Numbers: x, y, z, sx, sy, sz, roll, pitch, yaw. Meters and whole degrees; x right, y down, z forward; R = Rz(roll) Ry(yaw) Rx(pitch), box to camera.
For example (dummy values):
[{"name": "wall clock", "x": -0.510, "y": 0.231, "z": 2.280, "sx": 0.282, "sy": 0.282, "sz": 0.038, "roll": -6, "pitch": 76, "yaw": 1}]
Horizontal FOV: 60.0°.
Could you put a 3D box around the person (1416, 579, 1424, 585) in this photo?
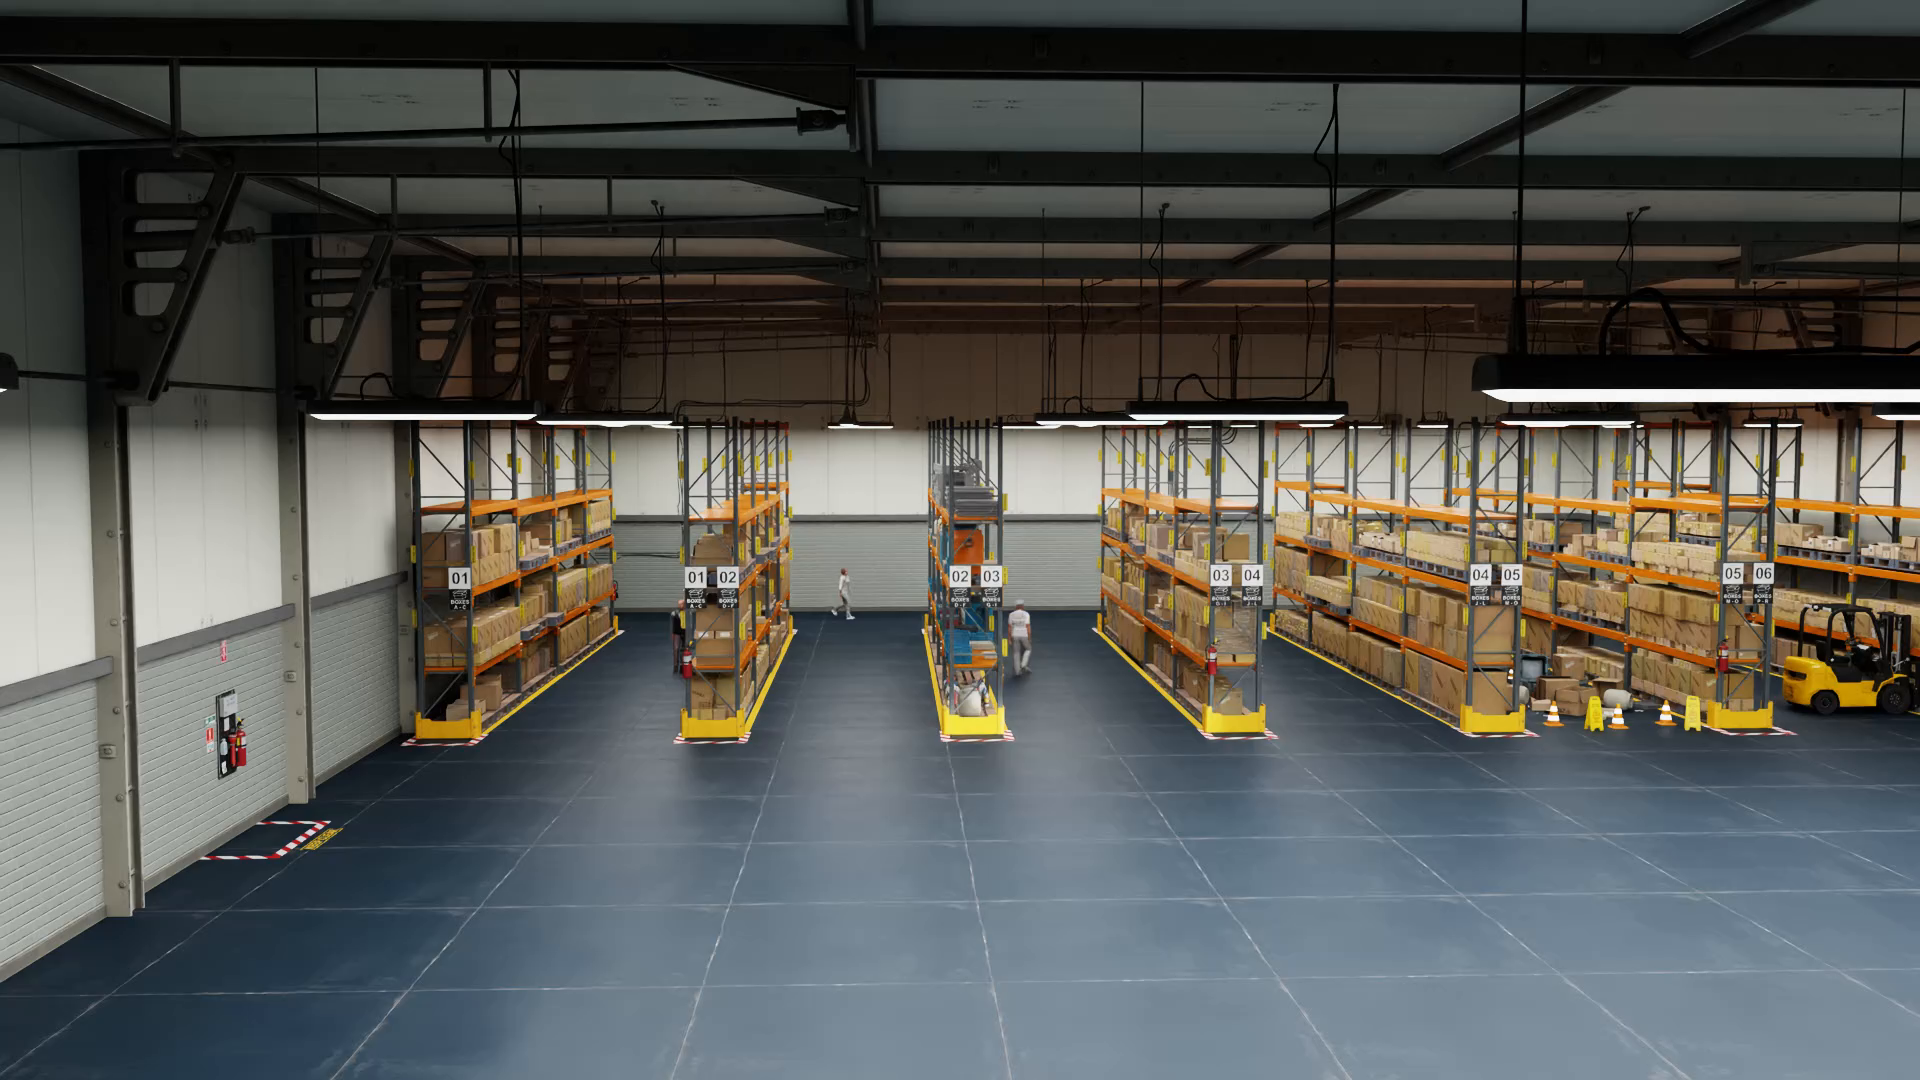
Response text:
[{"name": "person", "x": 12.309, "y": 1.947, "z": 44.334, "sx": 0.574, "sy": 1.785, "sz": 0.581, "roll": -2, "pitch": 4, "yaw": -23}]

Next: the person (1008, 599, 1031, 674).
[{"name": "person", "x": 1.407, "y": 2.273, "z": 39.170, "sx": 0.573, "sy": 1.762, "sz": 0.475, "roll": 1, "pitch": 4, "yaw": 15}]

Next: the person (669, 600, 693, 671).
[{"name": "person", "x": -6.653, "y": 2.267, "z": 39.775, "sx": 0.552, "sy": 1.670, "sz": 0.979, "roll": -1, "pitch": 4, "yaw": -15}]

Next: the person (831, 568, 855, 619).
[{"name": "person", "x": -3.565, "y": 1.619, "z": 50.709, "sx": 0.792, "sy": 1.562, "sz": 0.406, "roll": 1, "pitch": 4, "yaw": 14}]
